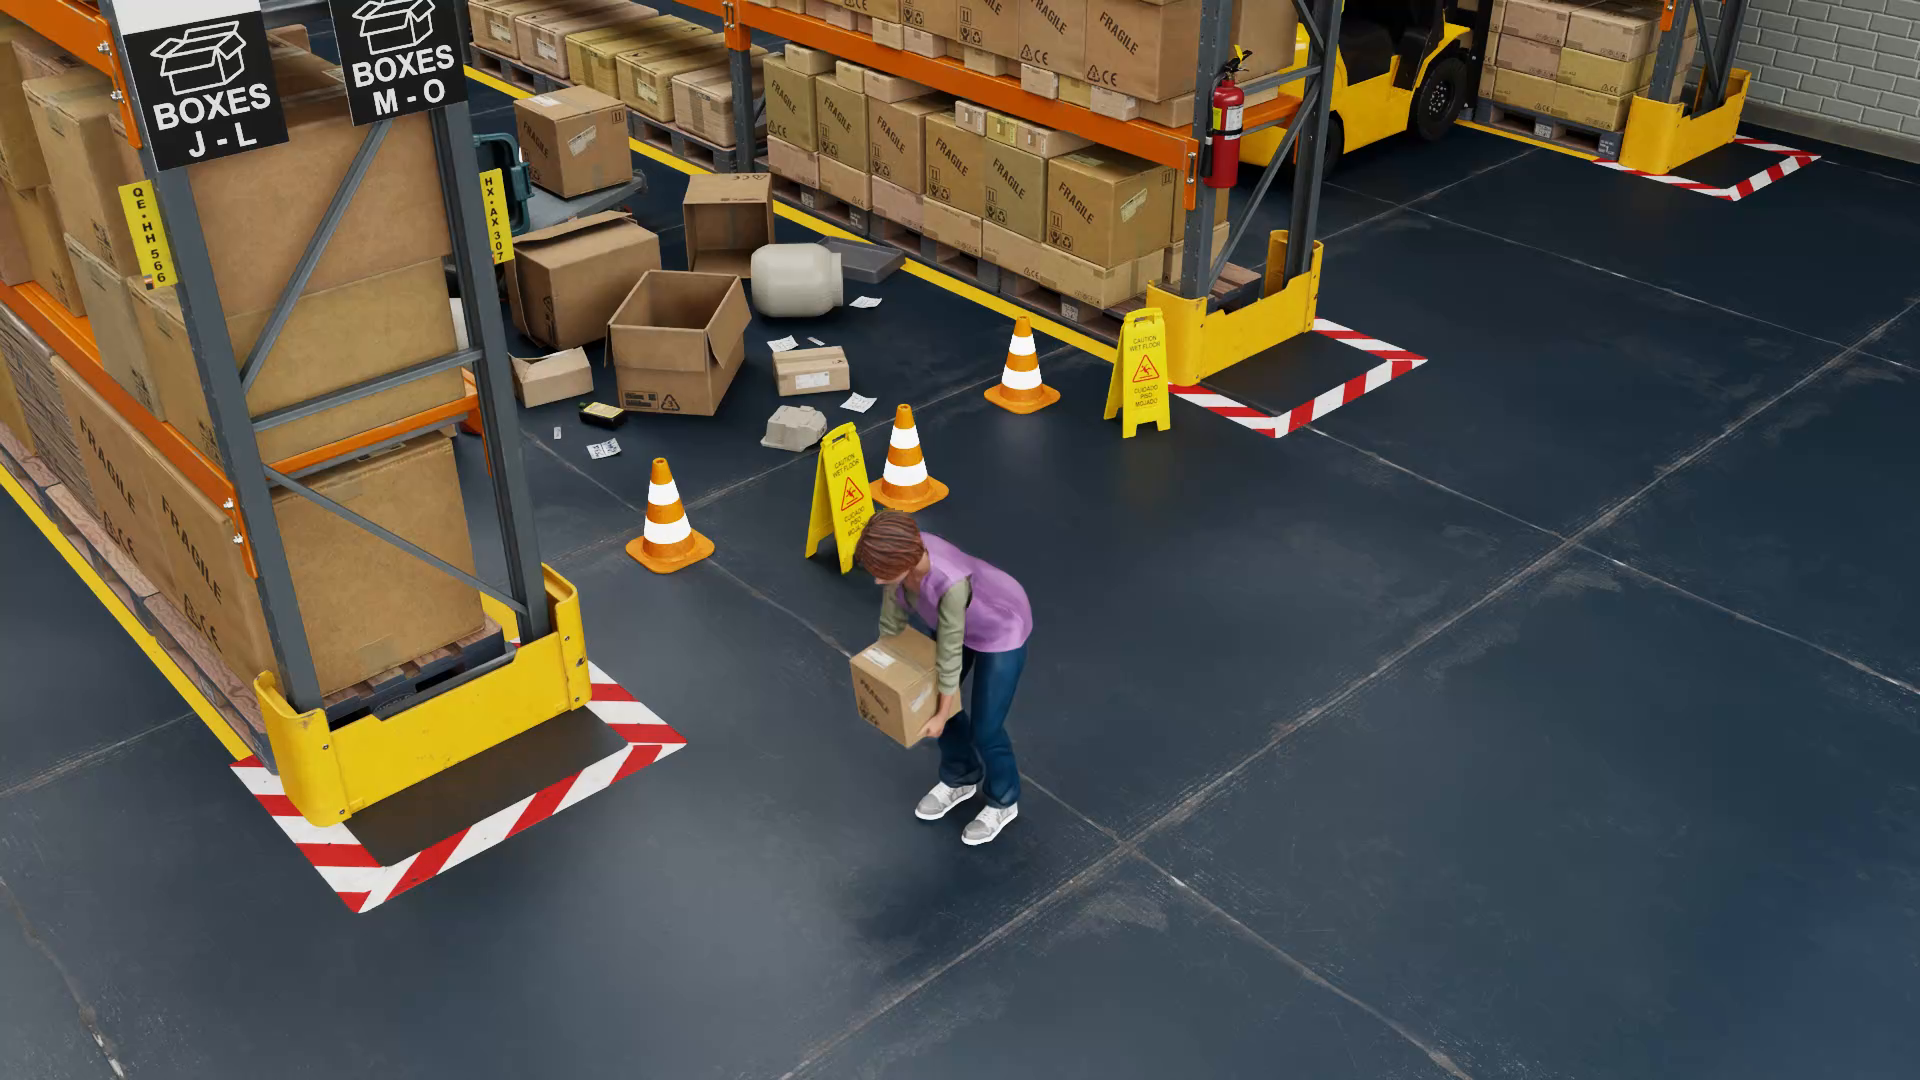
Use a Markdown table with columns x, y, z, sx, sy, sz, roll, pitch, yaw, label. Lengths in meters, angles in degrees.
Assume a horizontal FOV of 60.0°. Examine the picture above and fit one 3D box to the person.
| x | y | z | sx | sy | sz | roll | pitch | yaw | label |
| --- | --- | --- | --- | --- | --- | --- | --- | --- | --- |
| 0.005 | 0.439 | 5.679 | 0.510 | 1.211 | 0.371 | -27 | 41 | -36 | person |
